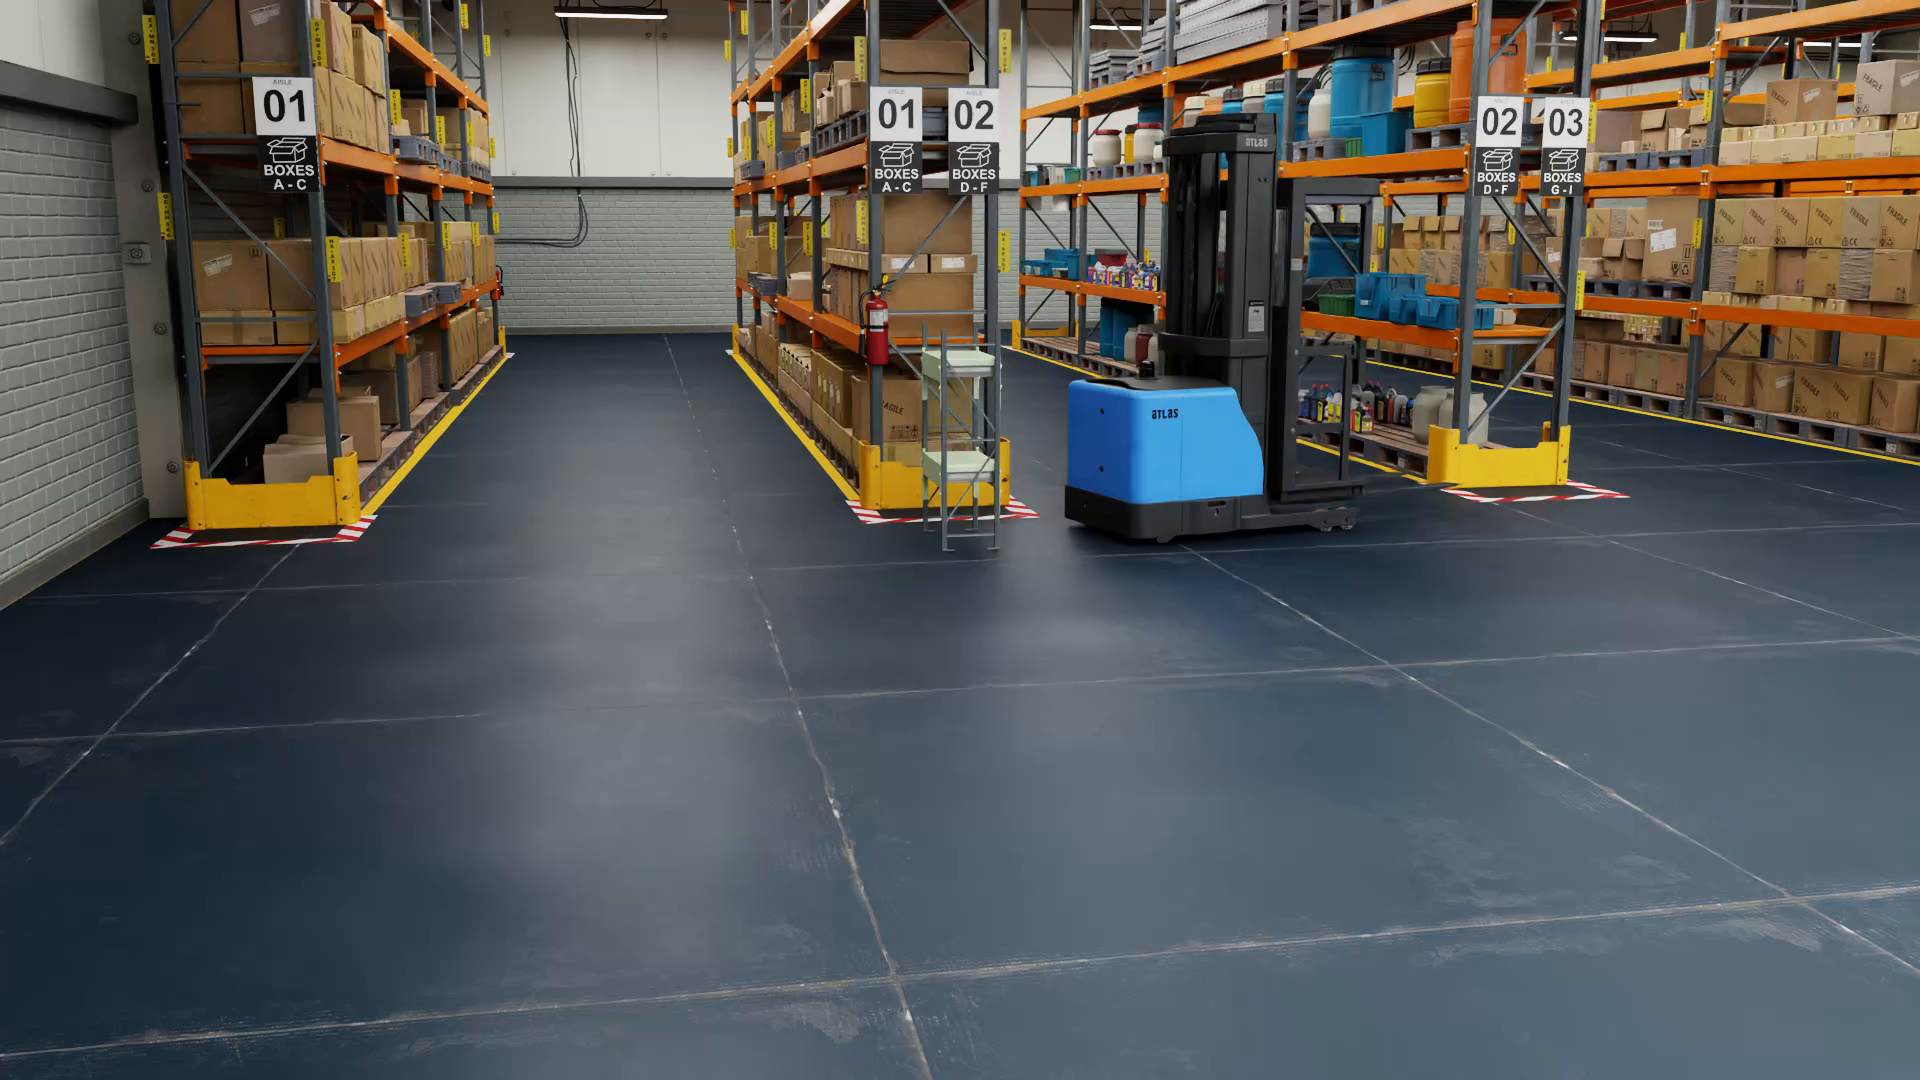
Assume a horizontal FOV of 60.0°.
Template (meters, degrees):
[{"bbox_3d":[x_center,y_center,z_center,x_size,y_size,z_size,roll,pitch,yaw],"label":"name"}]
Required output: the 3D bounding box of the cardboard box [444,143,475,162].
[{"bbox_3d":[-7.274,-5.577,23.961,0.500,0.250,0.500,-2,11,-11],"label":"cardboard box"}]

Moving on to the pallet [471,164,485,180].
[{"bbox_3d":[-7.781,-5.589,25.251,1.003,0.211,1.213,-2,11,-11],"label":"pallet"}]

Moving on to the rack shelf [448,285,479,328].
[{"bbox_3d":[-7.009,-3.065,21.700,1.077,0.370,4.000,-2,11,-11],"label":"rack shelf"}]

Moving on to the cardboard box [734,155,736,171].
[{"bbox_3d":[-3.473,-6.241,27.507,0.500,0.250,0.500,-2,11,-11],"label":"cardboard box"}]

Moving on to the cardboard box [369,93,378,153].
[{"bbox_3d":[-5.416,-3.673,14.630,0.500,0.500,0.500,-3,11,-16],"label":"cardboard box"}]

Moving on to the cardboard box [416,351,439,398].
[{"bbox_3d":[-6.429,-1.909,19.214,0.700,0.500,0.500,-2,11,-10],"label":"cardboard box"}]

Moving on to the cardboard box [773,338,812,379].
[{"bbox_3d":[-2.174,-2.383,21.705,0.500,0.500,0.500,-2,11,-9],"label":"cardboard box"}]

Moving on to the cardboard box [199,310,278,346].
[{"bbox_3d":[-5.345,-1.599,12.422,0.500,0.250,0.500,-2,11,-10],"label":"cardboard box"}]

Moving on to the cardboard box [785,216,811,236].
[{"bbox_3d":[-2.355,-4.603,24.915,0.500,0.500,0.500,-2,11,-10],"label":"cardboard box"}]

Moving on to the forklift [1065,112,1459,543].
[{"bbox_3d":[2.324,-1.582,12.168,3.031,2.935,1.130,-5,12,-25],"label":"forklift"}]

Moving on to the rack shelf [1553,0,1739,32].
[{"bbox_3d":[11.674,-9.080,28.372,1.077,0.370,4.000,-2,11,-11],"label":"rack shelf"}]

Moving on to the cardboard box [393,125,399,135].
[{"bbox_3d":[-6.110,-4.376,17.253,0.500,0.500,0.500,-3,11,-13],"label":"cardboard box"}]

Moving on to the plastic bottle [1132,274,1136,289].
[{"bbox_3d":[2.419,-3.562,22.919,0.097,0.201,0.097,0,11,0],"label":"plastic bottle"}]

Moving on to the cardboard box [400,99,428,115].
[{"bbox_3d":[-7.233,-5.625,21.757,0.500,0.250,0.500,-2,11,-13],"label":"cardboard box"}]

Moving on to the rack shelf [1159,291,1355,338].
[{"bbox_3d":[3.487,-2.691,19.739,1.077,0.370,4.000,-2,11,-11],"label":"rack shelf"}]

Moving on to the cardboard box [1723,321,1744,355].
[{"bbox_3d":[12.166,-3.128,25.670,0.500,0.500,0.500,-2,11,-10],"label":"cardboard box"}]

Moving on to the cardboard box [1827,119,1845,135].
[{"bbox_3d":[8.869,-4.099,16.524,0.380,0.149,0.250,-2,11,-10],"label":"cardboard box"}]

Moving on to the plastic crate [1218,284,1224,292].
[{"bbox_3d":[3.260,-2.883,19.388,0.450,0.188,0.662,-2,11,-11],"label":"plastic crate"}]

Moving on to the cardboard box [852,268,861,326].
[{"bbox_3d":[-0.588,-2.184,14.881,0.700,0.500,0.500,-2,11,-9],"label":"cardboard box"}]

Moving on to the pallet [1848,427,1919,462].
[{"bbox_3d":[9.374,-0.919,15.960,1.003,0.211,1.213,-2,11,-11],"label":"pallet"}]

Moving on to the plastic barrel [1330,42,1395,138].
[{"bbox_3d":[3.964,-4.418,16.398,0.600,0.901,0.708,-2,11,-11],"label":"plastic barrel"}]

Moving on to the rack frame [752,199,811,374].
[{"bbox_3d":[-2.540,-3.966,24.510,1.000,3.000,0.127,-2,11,-11],"label":"rack frame"}]

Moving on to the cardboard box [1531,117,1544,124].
[{"bbox_3d":[7.795,-5.264,21.706,0.500,0.500,0.500,-2,11,-10],"label":"cardboard box"}]

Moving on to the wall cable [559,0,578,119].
[{"bbox_3d":[-6.272,-9.570,32.707,3.097,2.526,0.112,-2,11,-11],"label":"wall cable"}]

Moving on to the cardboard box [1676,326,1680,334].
[{"bbox_3d":[12.169,-3.560,28.086,0.380,0.149,0.250,-2,11,-11],"label":"cardboard box"}]

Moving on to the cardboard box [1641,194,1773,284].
[{"bbox_3d":[8.717,-3.510,19.387,1.000,1.000,1.000,-2,11,-11],"label":"cardboard box"}]

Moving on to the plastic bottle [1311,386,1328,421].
[{"bbox_3d":[3.662,-1.395,16.912,0.144,0.351,0.185,-3,11,-13],"label":"plastic bottle"}]

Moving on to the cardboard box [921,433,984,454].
[{"bbox_3d":[-0.092,-0.727,13.724,0.500,0.250,0.500,-2,11,-11],"label":"cardboard box"}]

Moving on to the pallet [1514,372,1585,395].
[{"bbox_3d":[8.107,-2.079,22.052,1.003,0.211,1.213,-2,11,-11],"label":"pallet"}]

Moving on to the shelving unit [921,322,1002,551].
[{"bbox_3d":[0.001,-0.736,11.550,0.431,1.500,0.755,-2,11,-11],"label":"shelving unit"}]

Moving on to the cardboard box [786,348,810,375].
[{"bbox_3d":[-1.740,-2.067,19.264,0.500,0.311,0.500,-2,11,-13],"label":"cardboard box"}]

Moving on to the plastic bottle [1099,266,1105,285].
[{"bbox_3d":[2.103,-3.894,24.477,0.097,0.271,0.097,0,11,0],"label":"plastic bottle"}]

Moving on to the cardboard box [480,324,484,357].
[{"bbox_3d":[-7.537,-2.996,24.979,0.700,0.500,0.500,-2,11,-12],"label":"cardboard box"}]

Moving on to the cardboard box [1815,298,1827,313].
[{"bbox_3d":[8.879,-2.365,16.774,0.380,0.149,0.250,-2,11,-11],"label":"cardboard box"}]

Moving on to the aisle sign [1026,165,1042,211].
[{"bbox_3d":[1.237,-6.158,29.077,0.394,0.787,0.004,-2,11,-11],"label":"aisle sign"}]

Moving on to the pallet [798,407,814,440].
[{"bbox_3d":[-1.165,-1.262,17.764,1.003,0.211,1.213,-2,11,-11],"label":"pallet"}]

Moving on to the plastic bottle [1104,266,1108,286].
[{"bbox_3d":[2.145,-3.842,24.173,0.061,0.283,0.133,-2,11,-11],"label":"plastic bottle"}]

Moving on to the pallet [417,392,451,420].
[{"bbox_3d":[-6.469,-1.538,19.213,1.003,0.211,1.213,-2,11,-11],"label":"pallet"}]

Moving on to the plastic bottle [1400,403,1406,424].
[{"bbox_3d":[4.461,-1.267,16.637,0.097,0.201,0.097,0,11,0],"label":"plastic bottle"}]

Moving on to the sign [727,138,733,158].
[{"bbox_3d":[-3.850,-6.583,27.899,0.100,0.325,0.005,-2,11,-11],"label":"sign"}]

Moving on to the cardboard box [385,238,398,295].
[{"bbox_3d":[-5.344,-2.455,14.917,0.500,0.500,0.500,-2,11,-11],"label":"cardboard box"}]

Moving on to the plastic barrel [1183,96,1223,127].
[{"bbox_3d":[3.045,-4.973,20.438,0.600,0.901,0.600,0,11,0],"label":"plastic barrel"}]

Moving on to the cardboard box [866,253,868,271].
[{"bbox_3d":[-0.569,-2.291,13.707,0.380,0.149,0.250,-2,11,-12],"label":"cardboard box"}]

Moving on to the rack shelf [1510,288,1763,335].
[{"bbox_3d":[8.345,-2.872,20.685,1.077,0.370,4.000,-2,11,-11],"label":"rack shelf"}]

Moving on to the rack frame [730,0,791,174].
[{"bbox_3d":[-3.318,-7.647,27.804,1.000,3.000,0.127,-2,11,-11],"label":"rack frame"}]

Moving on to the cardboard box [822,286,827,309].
[{"bbox_3d":[-1.335,-2.587,17.626,0.396,0.266,0.258,-2,11,-12],"label":"cardboard box"}]

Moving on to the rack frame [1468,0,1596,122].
[{"bbox_3d":[4.654,-4.891,13.329,1.000,3.000,0.127,-2,11,-11],"label":"rack frame"}]

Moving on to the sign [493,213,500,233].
[{"bbox_3d":[-7.641,-5.221,27.374,0.100,0.325,0.005,-2,11,-11],"label":"sign"}]

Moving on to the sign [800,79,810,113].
[{"bbox_3d":[-1.514,-4.359,16.330,0.100,0.325,0.005,-2,11,-11],"label":"sign"}]

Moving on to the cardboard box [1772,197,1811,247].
[{"bbox_3d":[8.768,-3.269,17.114,0.500,0.500,0.500,-2,11,-11],"label":"cardboard box"}]

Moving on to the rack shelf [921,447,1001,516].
[{"bbox_3d":[0.001,-0.415,11.611,0.431,0.370,0.720,-2,11,-11],"label":"rack shelf"}]

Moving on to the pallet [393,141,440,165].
[{"bbox_3d":[-6.062,-4.006,17.202,1.213,0.211,1.003,-2,11,-11],"label":"pallet"}]

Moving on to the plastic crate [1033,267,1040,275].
[{"bbox_3d":[1.380,-4.535,28.047,0.250,0.136,0.298,-2,11,-11],"label":"plastic crate"}]

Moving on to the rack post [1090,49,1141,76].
[{"bbox_3d":[2.453,-6.900,24.081,0.937,0.300,0.954,-2,11,-12],"label":"rack post"}]

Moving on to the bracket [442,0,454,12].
[{"bbox_3d":[-9.743,-10.221,31.705,0.235,0.232,0.430,-2,11,-11],"label":"bracket"}]

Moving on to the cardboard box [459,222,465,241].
[{"bbox_3d":[-6.867,-4.094,22.064,0.500,0.250,0.500,-2,11,-10],"label":"cardboard box"}]

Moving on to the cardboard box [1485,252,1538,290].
[{"bbox_3d":[7.617,-3.722,22.964,0.500,0.500,0.500,-2,11,-9],"label":"cardboard box"}]
